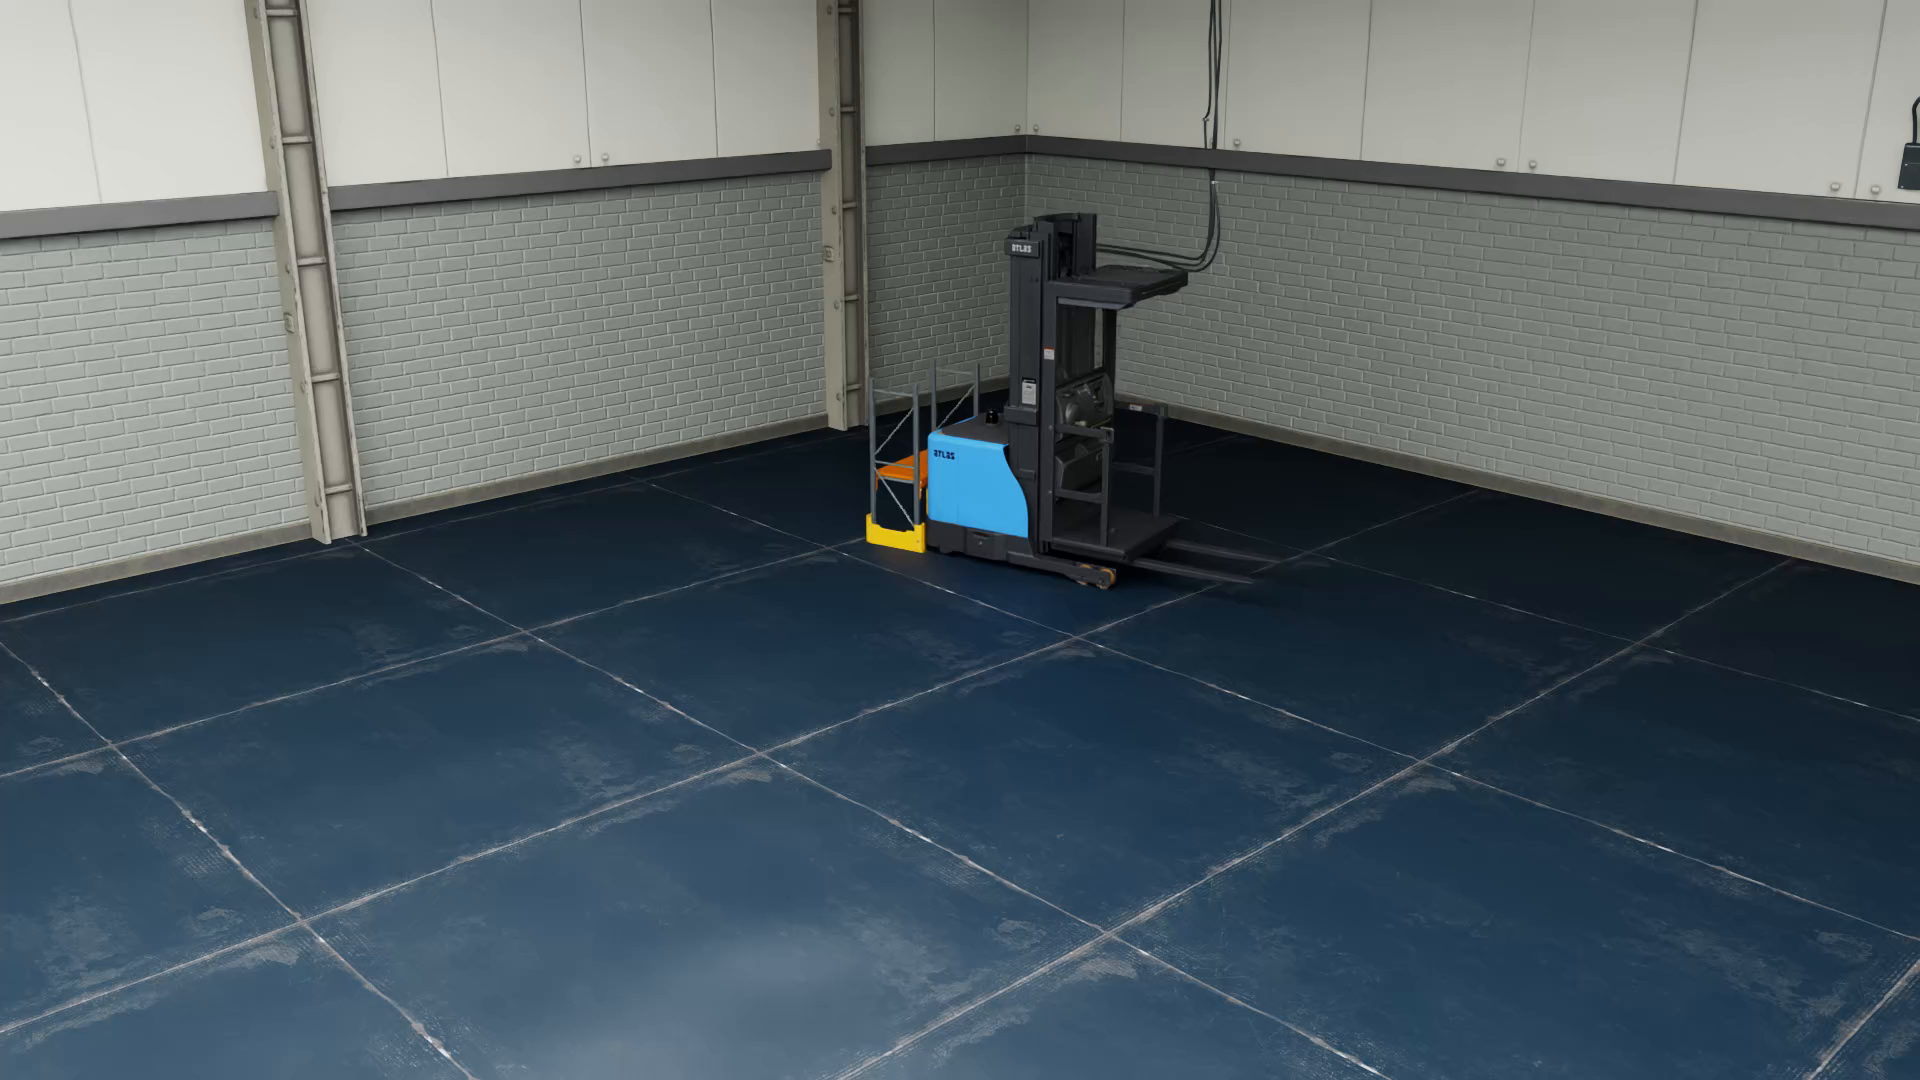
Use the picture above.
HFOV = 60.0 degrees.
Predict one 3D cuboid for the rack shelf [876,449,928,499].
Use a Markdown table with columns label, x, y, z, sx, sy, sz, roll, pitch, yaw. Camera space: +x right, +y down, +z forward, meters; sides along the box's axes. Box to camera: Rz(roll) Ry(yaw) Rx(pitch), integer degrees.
| label | x | y | z | sx | sy | sz | roll | pitch | yaw |
| --- | --- | --- | --- | --- | --- | --- | --- | --- | --- |
| rack shelf | -0.308 | -0.621 | 15.052 | 0.538 | 0.185 | 1.000 | 11 | 21 | 30 |

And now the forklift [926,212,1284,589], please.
| label | x | y | z | sx | sy | sz | roll | pitch | yaw |
| --- | --- | --- | --- | --- | --- | --- | --- | --- | --- |
| forklift | 1.225 | -1.176 | 13.860 | 3.031 | 2.935 | 1.130 | 11 | 21 | 30 |

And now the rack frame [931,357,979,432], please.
| label | x | y | z | sx | sy | sz | roll | pitch | yaw |
| --- | --- | --- | --- | --- | --- | --- | --- | --- | --- |
| rack frame | -0.045 | -0.926 | 15.410 | 0.500 | 1.500 | 0.032 | 11 | 21 | 30 |

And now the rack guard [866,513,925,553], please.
| label | x | y | z | sx | sy | sz | roll | pitch | yaw |
| --- | --- | --- | --- | --- | --- | --- | --- | --- | --- |
| rack guard | -0.572 | -0.064 | 14.777 | 0.587 | 0.250 | 0.087 | 11 | 21 | 30 |

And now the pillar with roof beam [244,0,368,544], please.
| label | x | y | z | sx | sy | sz | roll | pitch | yaw |
| --- | --- | --- | --- | --- | --- | --- | --- | --- | --- |
| pillar with roof beam | -2.676 | -3.354 | 10.738 | 0.400 | 9.000 | 9.100 | -16 | 24 | -41 |

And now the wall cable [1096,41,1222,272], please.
| label | x | y | z | sx | sy | sz | roll | pitch | yaw |
| --- | --- | --- | --- | --- | --- | --- | --- | --- | --- |
| wall cable | 1.775 | -4.441 | 19.125 | 0.112 | 2.526 | 3.097 | -16 | 24 | -41 |

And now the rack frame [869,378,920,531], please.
| label | x | y | z | sx | sy | sz | roll | pitch | yaw |
| --- | --- | --- | --- | --- | --- | --- | --- | --- | --- |
| rack frame | -0.572 | -0.658 | 14.583 | 0.500 | 1.500 | 0.032 | 11 | 21 | 30 |

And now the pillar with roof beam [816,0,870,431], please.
| label | x | y | z | sx | sy | sz | roll | pitch | yaw |
| --- | --- | --- | --- | --- | --- | --- | --- | --- | --- |
| pillar with roof beam | 1.683 | -4.625 | 14.659 | 0.400 | 9.000 | 9.100 | -16 | 24 | -41 |

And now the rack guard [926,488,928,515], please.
| label | x | y | z | sx | sy | sz | roll | pitch | yaw |
| --- | --- | --- | --- | --- | --- | --- | --- | --- | --- |
| rack guard | -0.055 | -0.327 | 15.587 | 0.587 | 0.250 | 0.087 | 11 | 21 | 30 |

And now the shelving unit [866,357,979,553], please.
| label | x | y | z | sx | sy | sz | roll | pitch | yaw |
| --- | --- | --- | --- | --- | --- | --- | --- | --- | --- |
| shelving unit | -0.313 | -0.790 | 14.989 | 0.587 | 1.500 | 1.083 | 11 | 21 | 30 |

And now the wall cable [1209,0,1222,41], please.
| label | x | y | z | sx | sy | sz | roll | pitch | yaw |
| --- | --- | --- | --- | --- | --- | --- | --- | --- | --- |
| wall cable | 3.634 | -6.237 | 16.476 | 0.112 | 2.526 | 3.097 | -16 | 24 | -41 |

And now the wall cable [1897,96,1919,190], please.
| label | x | y | z | sx | sy | sz | roll | pitch | yaw |
| --- | --- | --- | --- | --- | --- | --- | --- | --- | --- |
| wall cable | 8.286 | -5.405 | 11.550 | 0.169 | 6.003 | 2.305 | -16 | 24 | -41 |
